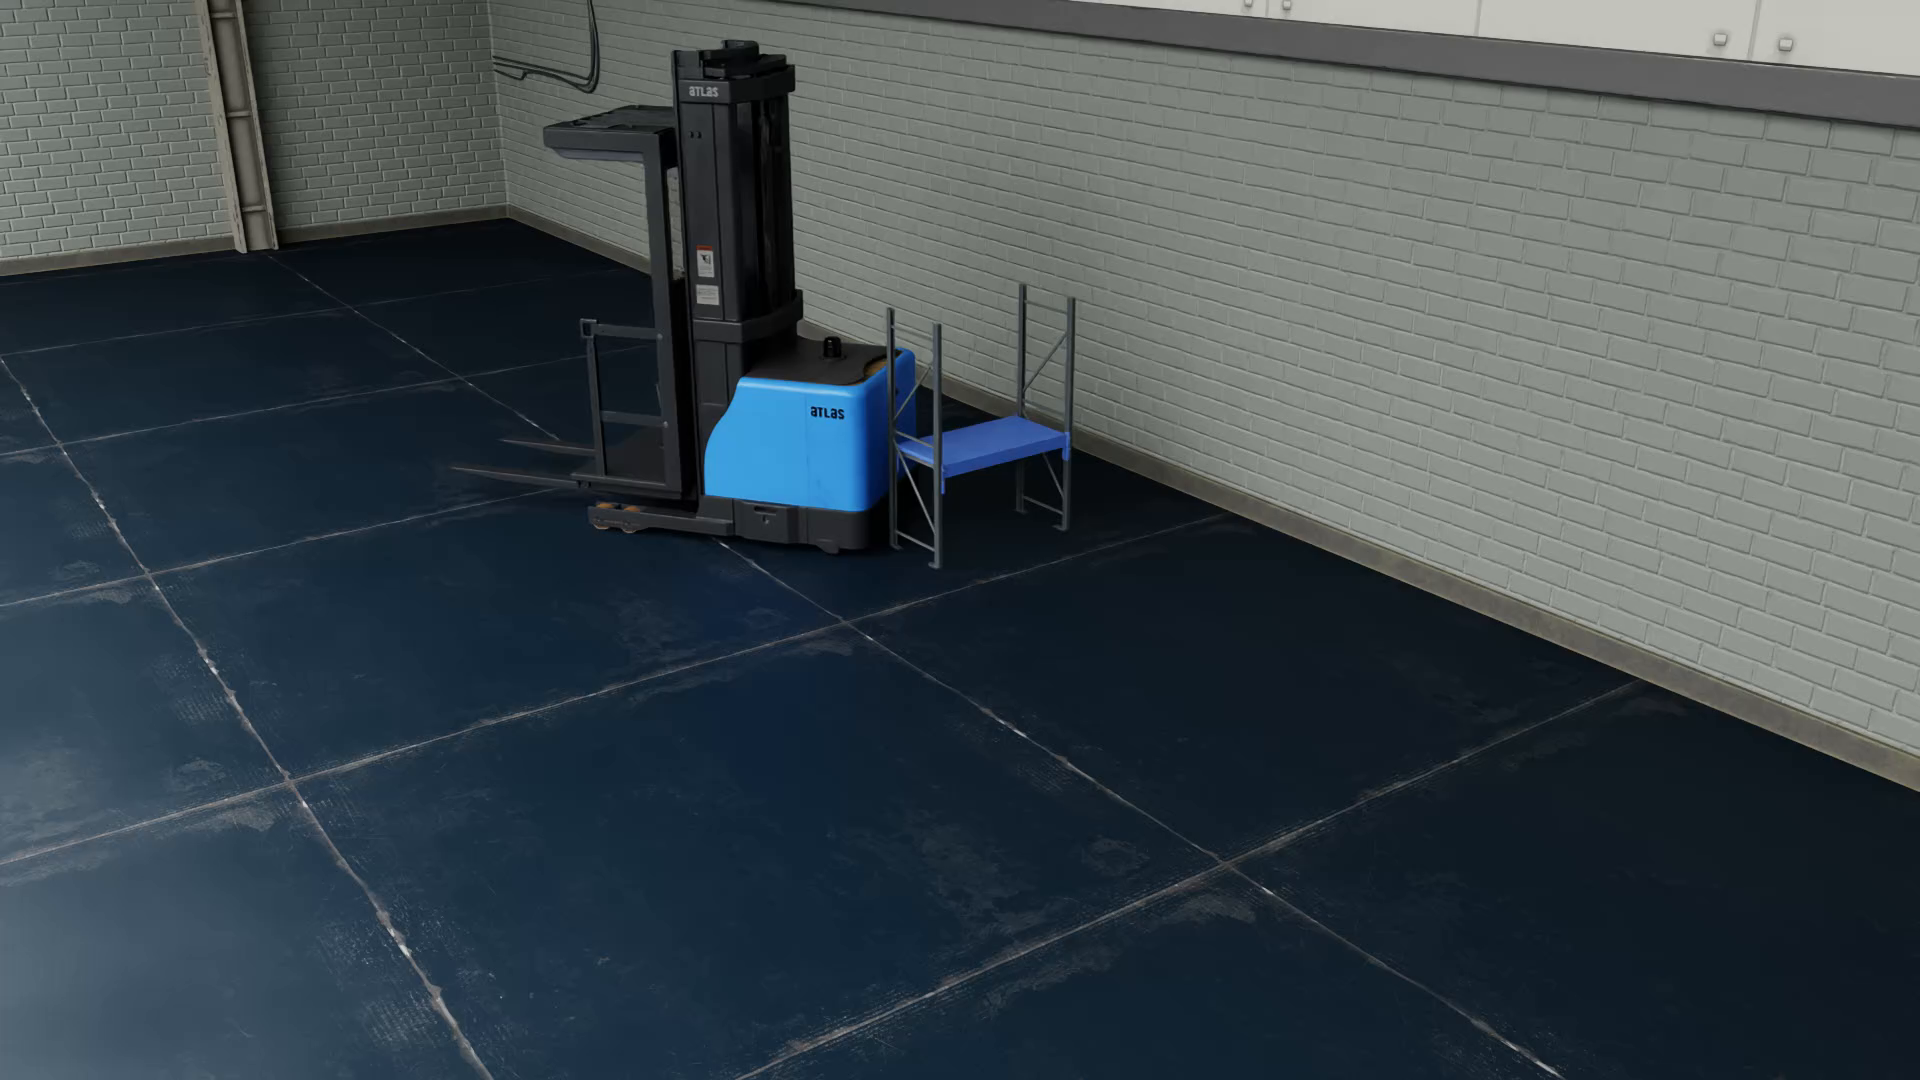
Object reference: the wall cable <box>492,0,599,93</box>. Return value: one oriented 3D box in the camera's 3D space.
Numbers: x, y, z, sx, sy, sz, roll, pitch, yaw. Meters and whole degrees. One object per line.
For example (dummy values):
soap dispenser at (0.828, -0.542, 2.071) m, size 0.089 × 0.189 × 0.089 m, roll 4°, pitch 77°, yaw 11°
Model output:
wall cable at (-4.670, -6.224, 18.042) m, size 0.112 × 2.526 × 3.097 m, roll -15°, pitch 26°, yaw -33°

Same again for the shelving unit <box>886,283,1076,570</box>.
shelving unit at (0.131, -0.711, 10.154) m, size 1.048 × 1.500 × 0.538 m, roll -16°, pitch 27°, yaw -35°

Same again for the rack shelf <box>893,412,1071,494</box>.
rack shelf at (0.131, -0.544, 10.220) m, size 1.000 × 0.185 × 0.538 m, roll -16°, pitch 27°, yaw -35°

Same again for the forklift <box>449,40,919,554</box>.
forklift at (-1.843, -1.582, 10.406) m, size 3.031 × 2.935 × 1.130 m, roll 7°, pitch 23°, yaw 17°

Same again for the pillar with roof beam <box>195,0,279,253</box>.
pillar with roof beam at (-5.319, -6.131, 13.620) m, size 0.400 × 9.000 × 9.100 m, roll -15°, pitch 26°, yaw -33°

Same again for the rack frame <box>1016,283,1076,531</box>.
rack frame at (0.531, -0.827, 10.445) m, size 0.032 × 1.500 × 0.500 m, roll -16°, pitch 27°, yaw -35°

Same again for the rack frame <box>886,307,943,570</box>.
rack frame at (-0.269, -0.595, 9.863) m, size 0.032 × 1.500 × 0.500 m, roll -16°, pitch 27°, yaw -35°
